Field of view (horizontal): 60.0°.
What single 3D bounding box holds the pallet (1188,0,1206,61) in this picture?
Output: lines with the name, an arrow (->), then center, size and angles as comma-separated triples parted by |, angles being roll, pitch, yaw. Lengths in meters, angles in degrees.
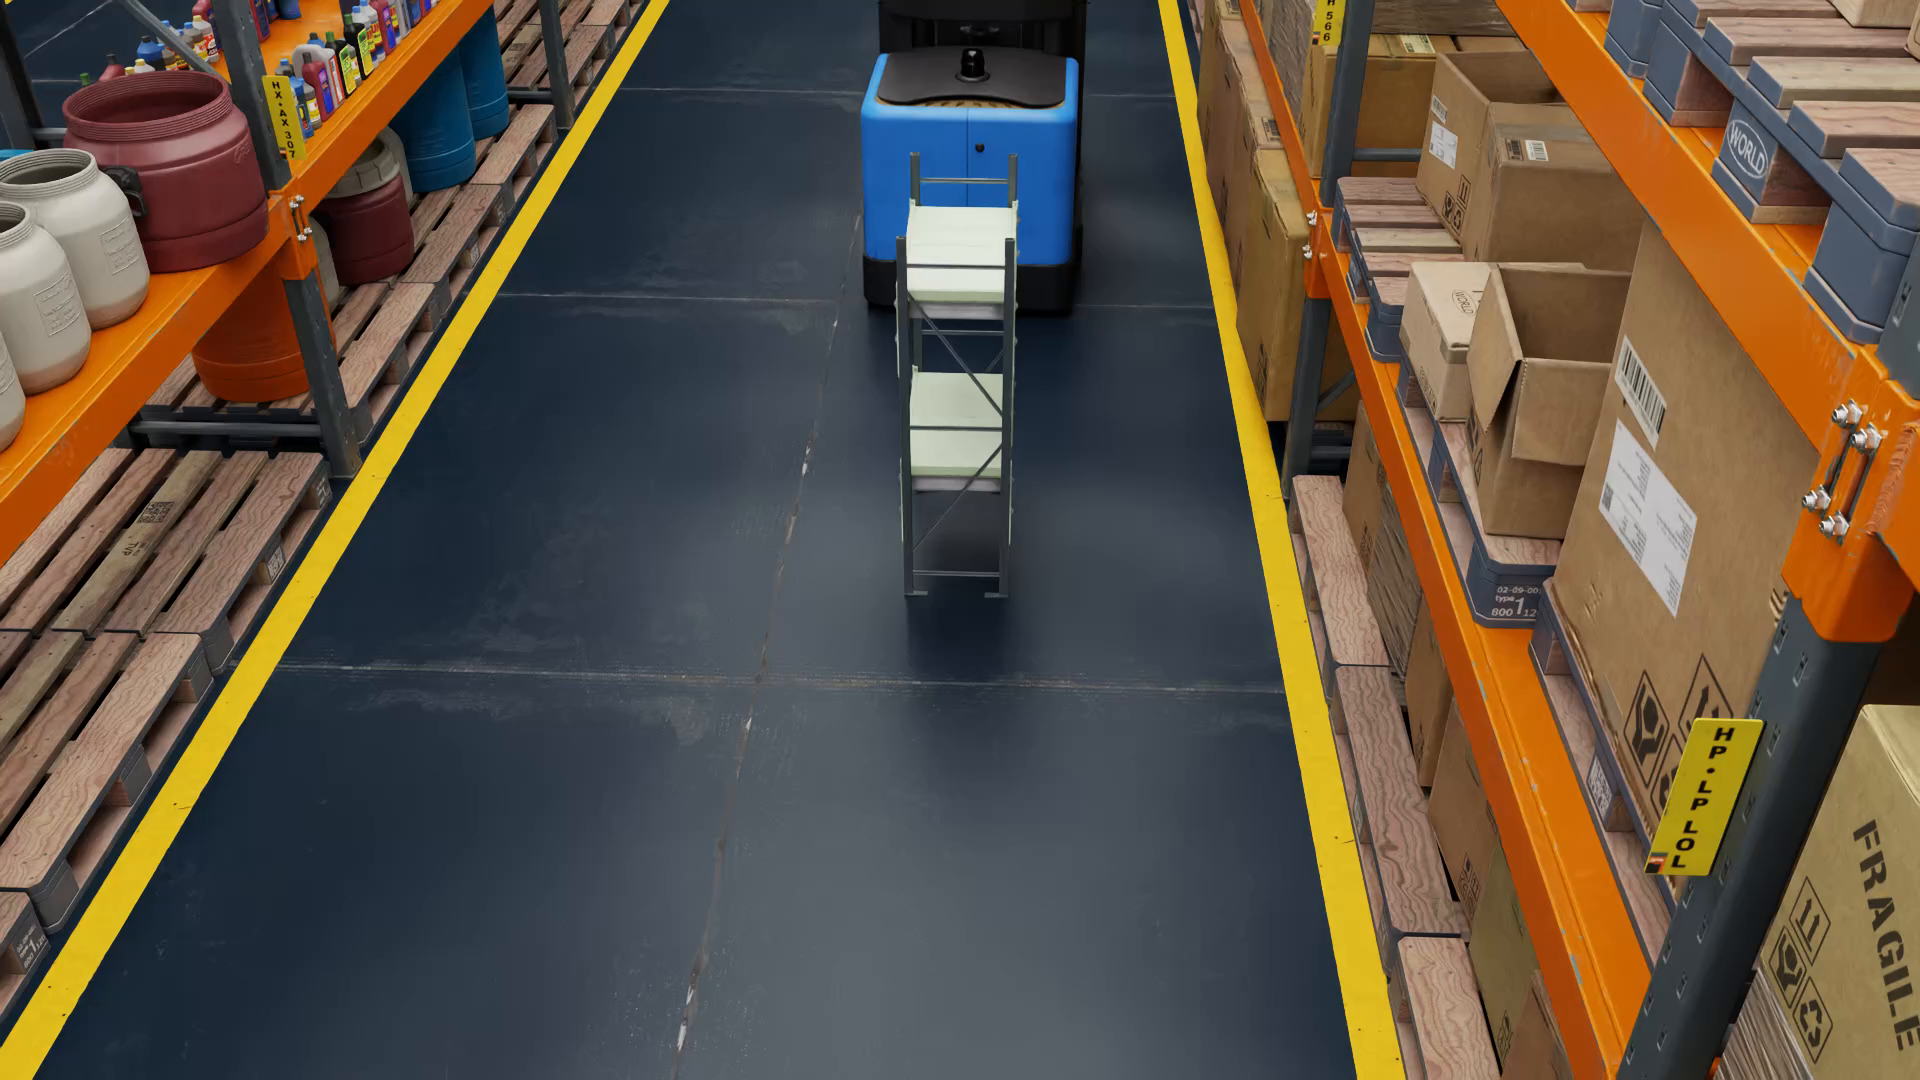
pallet -> 2.175, -3.708, 11.843 | 1.003, 0.211, 1.213 | 1, 35, 2

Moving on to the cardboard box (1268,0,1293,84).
cardboard box -> 1.675, -2.328, 7.367 | 0.500, 0.500, 0.500 | 0, 35, 0

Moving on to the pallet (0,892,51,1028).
pallet -> -3.258, 1.459, 4.490 | 1.003, 0.211, 1.213 | 1, 35, 2

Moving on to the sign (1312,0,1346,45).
sign -> 1.304, -1.898, 5.835 | 0.100, 0.325, 0.005 | 1, 35, 2

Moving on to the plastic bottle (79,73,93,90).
plastic bottle -> -3.500, -1.722, 6.693 | 0.061, 0.283, 0.133 | 1, 35, 2

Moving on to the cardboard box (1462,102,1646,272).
cardboard box -> 1.955, -0.992, 5.100 | 0.700, 0.500, 0.500 | 6, 36, 9

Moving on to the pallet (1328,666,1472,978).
pallet -> 1.774, 0.876, 5.321 | 1.003, 0.211, 1.213 | 1, 35, 2

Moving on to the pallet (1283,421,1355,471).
pallet -> 1.966, -0.724, 7.596 | 1.003, 0.211, 1.213 | 1, 35, 2

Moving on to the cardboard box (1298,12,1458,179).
cardboard box -> 1.631, -1.743, 6.535 | 0.500, 0.500, 0.500 | 2, 35, 3

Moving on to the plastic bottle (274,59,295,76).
plastic bottle -> -2.856, -1.946, 7.082 | 0.097, 0.201, 0.097 | 0, 35, 0

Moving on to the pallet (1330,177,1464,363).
pallet -> 1.937, -0.923, 5.621 | 1.213, 0.211, 1.003 | 1, 35, 2

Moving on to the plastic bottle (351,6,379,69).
plastic bottle -> -2.684, -2.257, 7.465 | 0.097, 0.271, 0.097 | 0, 35, 0

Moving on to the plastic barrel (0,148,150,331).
plastic barrel -> -2.918, -0.977, 5.435 | 0.421, 0.512, 0.421 | 0, 35, 0

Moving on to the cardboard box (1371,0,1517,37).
cardboard box -> 1.905, -2.284, 6.432 | 0.797, 0.503, 0.637 | 2, 35, 3

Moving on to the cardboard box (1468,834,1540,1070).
cardboard box -> 1.782, 1.102, 4.365 | 0.700, 0.500, 0.500 | 1, 35, 2

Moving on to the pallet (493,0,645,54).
pallet -> -2.892, -3.811, 11.989 | 1.003, 0.211, 1.213 | 1, 35, 2

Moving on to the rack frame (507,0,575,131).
rack frame -> -2.929, -3.826, 9.585 | 1.000, 3.000, 0.127 | 1, 35, 2

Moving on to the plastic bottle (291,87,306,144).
plastic bottle -> -2.750, -1.718, 6.694 | 0.152, 0.276, 0.135 | 1, 35, 2

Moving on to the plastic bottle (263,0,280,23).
plastic bottle -> -3.393, -2.680, 7.997 | 0.144, 0.351, 0.185 | 1, 35, 2

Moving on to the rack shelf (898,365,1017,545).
rack shelf -> 0.000, -0.343, 6.501 | 0.431, 0.370, 0.720 | 1, 35, 2

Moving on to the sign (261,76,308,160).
sign -> -2.540, -1.586, 6.256 | 0.100, 0.325, 0.005 | 1, 35, 2

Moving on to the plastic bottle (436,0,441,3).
plastic bottle -> -2.672, -2.831, 8.277 | 0.152, 0.276, 0.135 | 1, 35, 2

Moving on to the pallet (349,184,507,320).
pallet -> -3.048, -1.540, 8.757 | 1.003, 0.211, 1.213 | 1, 35, 2

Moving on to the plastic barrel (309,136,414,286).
plastic barrel -> -3.042, -1.643, 8.211 | 0.600, 0.588, 0.708 | 1, 35, 2

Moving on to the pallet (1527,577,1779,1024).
pallet -> 1.874, 0.528, 3.557 | 1.003, 0.211, 1.213 | 1, 35, 2

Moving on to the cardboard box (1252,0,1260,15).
cardboard box -> 1.712, -2.917, 8.206 | 0.500, 0.500, 0.500 | 1, 35, 1

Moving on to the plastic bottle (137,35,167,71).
plastic bottle -> -3.460, -2.028, 7.138 | 0.097, 0.271, 0.097 | 0, 35, 0

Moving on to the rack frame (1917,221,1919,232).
rack frame -> 1.698, -1.570, 1.157 | 1.000, 3.000, 0.127 | 1, 35, 2

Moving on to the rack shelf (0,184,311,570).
rack shelf -> -3.170, -0.084, 4.887 | 1.077, 0.370, 4.000 | 1, 35, 2

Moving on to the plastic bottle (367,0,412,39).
plastic bottle -> -2.694, -2.515, 7.828 | 0.152, 0.276, 0.135 | 1, 35, 2

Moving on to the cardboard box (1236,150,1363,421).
cardboard box -> 1.908, -1.112, 7.206 | 1.225, 0.875, 0.875 | 0, 35, 0

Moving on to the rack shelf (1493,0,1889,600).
rack shelf -> 1.779, -1.197, 3.862 | 1.077, 0.370, 4.000 | 1, 35, 2

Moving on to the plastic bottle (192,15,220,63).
plastic bottle -> -3.440, -2.279, 7.556 | 0.097, 0.201, 0.097 | 0, 35, 0

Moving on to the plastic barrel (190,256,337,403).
plastic barrel -> -3.087, -1.093, 7.219 | 0.600, 0.830, 0.708 | 1, 35, 2

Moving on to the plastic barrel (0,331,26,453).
plastic barrel -> -2.946, -0.500, 4.734 | 0.433, 0.535, 0.433 | 0, 35, 0

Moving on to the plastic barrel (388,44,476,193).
plastic barrel -> -2.997, -2.420, 9.045 | 0.600, 0.901, 0.708 | 1, 35, 2

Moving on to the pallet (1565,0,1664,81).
pallet -> 1.868, -1.214, 3.423 | 1.213, 0.211, 1.003 | 1, 35, 2

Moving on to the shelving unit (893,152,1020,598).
shelving unit -> 0.000, -0.610, 6.313 | 0.431, 1.500, 0.755 | 1, 35, 2

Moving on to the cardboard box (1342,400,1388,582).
cardboard box -> 1.852, -0.185, 6.196 | 0.700, 0.500, 0.500 | 0, 35, -1

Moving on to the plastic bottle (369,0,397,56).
plastic bottle -> -2.658, -2.384, 7.635 | 0.061, 0.283, 0.133 | 1, 35, 2

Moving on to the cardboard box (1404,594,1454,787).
cardboard box -> 1.827, 0.460, 5.279 | 0.700, 0.500, 0.500 | 4, 35, 6

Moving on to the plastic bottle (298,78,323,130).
plastic bottle -> -2.714, -1.809, 6.889 | 0.097, 0.201, 0.097 | 0, 35, 0

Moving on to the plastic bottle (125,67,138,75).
plastic bottle -> -3.468, -1.887, 6.999 | 0.097, 0.201, 0.097 | 0, 35, 0

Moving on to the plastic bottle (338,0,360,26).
plastic bottle -> -2.841, -2.563, 7.831 | 0.144, 0.351, 0.185 | 1, 35, 2

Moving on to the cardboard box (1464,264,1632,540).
cardboard box -> 1.676, -0.327, 4.152 | 0.797, 0.503, 0.637 | 5, 35, 7

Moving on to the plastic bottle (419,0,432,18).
plastic bottle -> -2.635, -2.700, 8.085 | 0.061, 0.283, 0.133 | 1, 35, 2

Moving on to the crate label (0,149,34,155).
crate label -> -3.481, -1.226, 6.031 | 0.303, 0.233, 0.416 | 1, 35, 2

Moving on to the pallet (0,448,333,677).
pallet -> -3.160, 0.057, 6.485 | 1.003, 0.211, 1.213 | 1, 35, 2

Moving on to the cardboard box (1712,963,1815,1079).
cardboard box -> 1.618, 0.979, 2.402 | 0.875, 0.500, 0.500 | 1, 35, 2

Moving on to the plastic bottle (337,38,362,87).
plastic bottle -> -2.694, -2.096, 7.296 | 0.097, 0.201, 0.097 | 0, 35, 0

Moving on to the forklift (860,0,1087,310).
forklift -> 0.135, -3.165, 8.705 | 1.130, 2.935, 3.031 | 2, 35, 3

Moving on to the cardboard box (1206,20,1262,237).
cardboard box -> 1.979, -2.132, 8.658 | 1.225, 0.875, 0.875 | 0, 35, 0

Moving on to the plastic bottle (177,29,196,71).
plastic bottle -> -3.448, -2.167, 7.397 | 0.097, 0.201, 0.097 | 0, 35, 0

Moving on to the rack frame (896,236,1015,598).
rack frame -> -0.015, -0.399, 6.014 | 0.400, 1.500, 0.023 | 1, 35, 2

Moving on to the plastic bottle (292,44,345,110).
plastic bottle -> -2.731, -1.984, 7.072 | 0.152, 0.276, 0.135 | 1, 35, 2

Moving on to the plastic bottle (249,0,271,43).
plastic bottle -> -3.303, -2.482, 7.774 | 0.061, 0.283, 0.133 | 1, 35, 2

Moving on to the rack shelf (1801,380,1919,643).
rack shelf -> 1.618, 1.101, 0.592 | 1.077, 0.370, 4.000 | 1, 35, 2

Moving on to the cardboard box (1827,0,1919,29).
cardboard box -> 1.636, -1.002, 2.709 | 0.396, 0.266, 0.258 | 3, 35, 4
